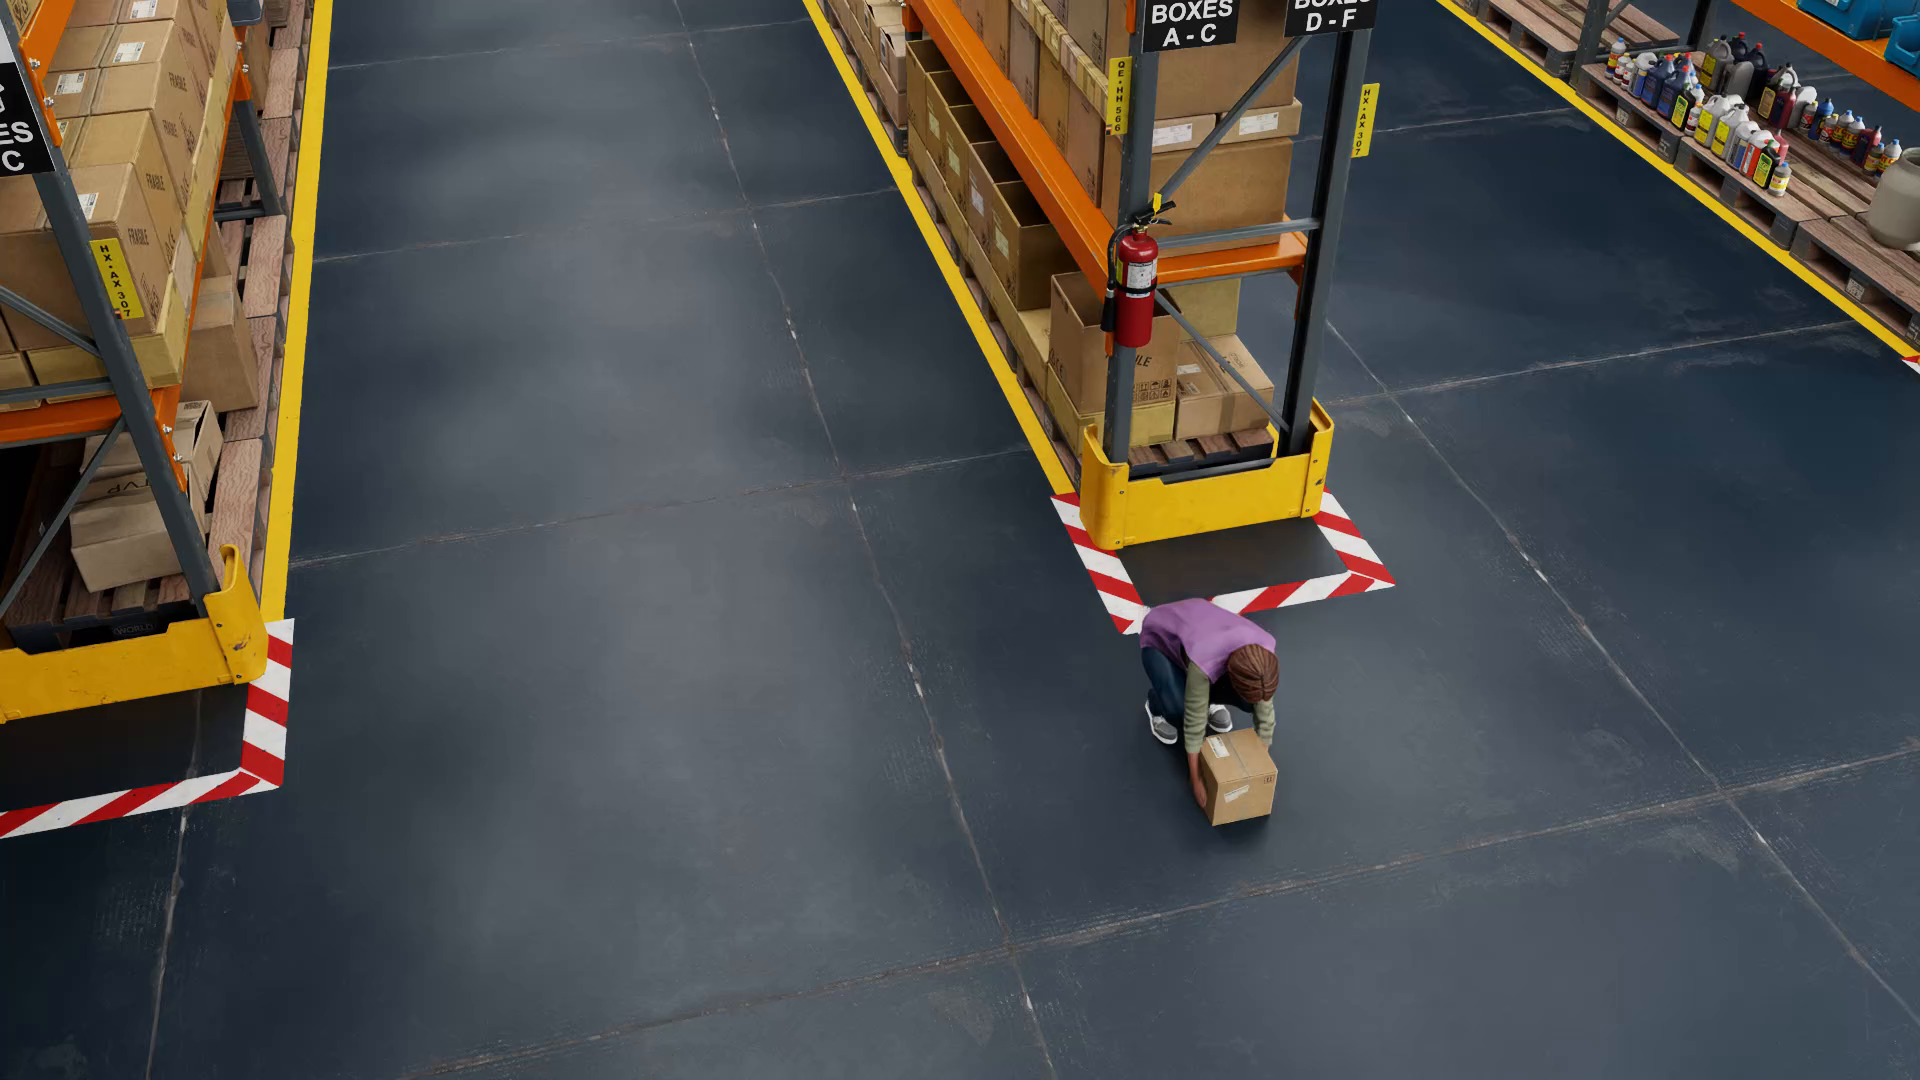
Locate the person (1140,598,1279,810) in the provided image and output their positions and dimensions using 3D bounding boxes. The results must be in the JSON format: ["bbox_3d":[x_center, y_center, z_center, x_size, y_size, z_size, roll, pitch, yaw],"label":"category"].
[{"bbox_3d":[1.002,0.557,6.721,0.437,0.765,0.808,-10,40,-12],"label":"person"}]
